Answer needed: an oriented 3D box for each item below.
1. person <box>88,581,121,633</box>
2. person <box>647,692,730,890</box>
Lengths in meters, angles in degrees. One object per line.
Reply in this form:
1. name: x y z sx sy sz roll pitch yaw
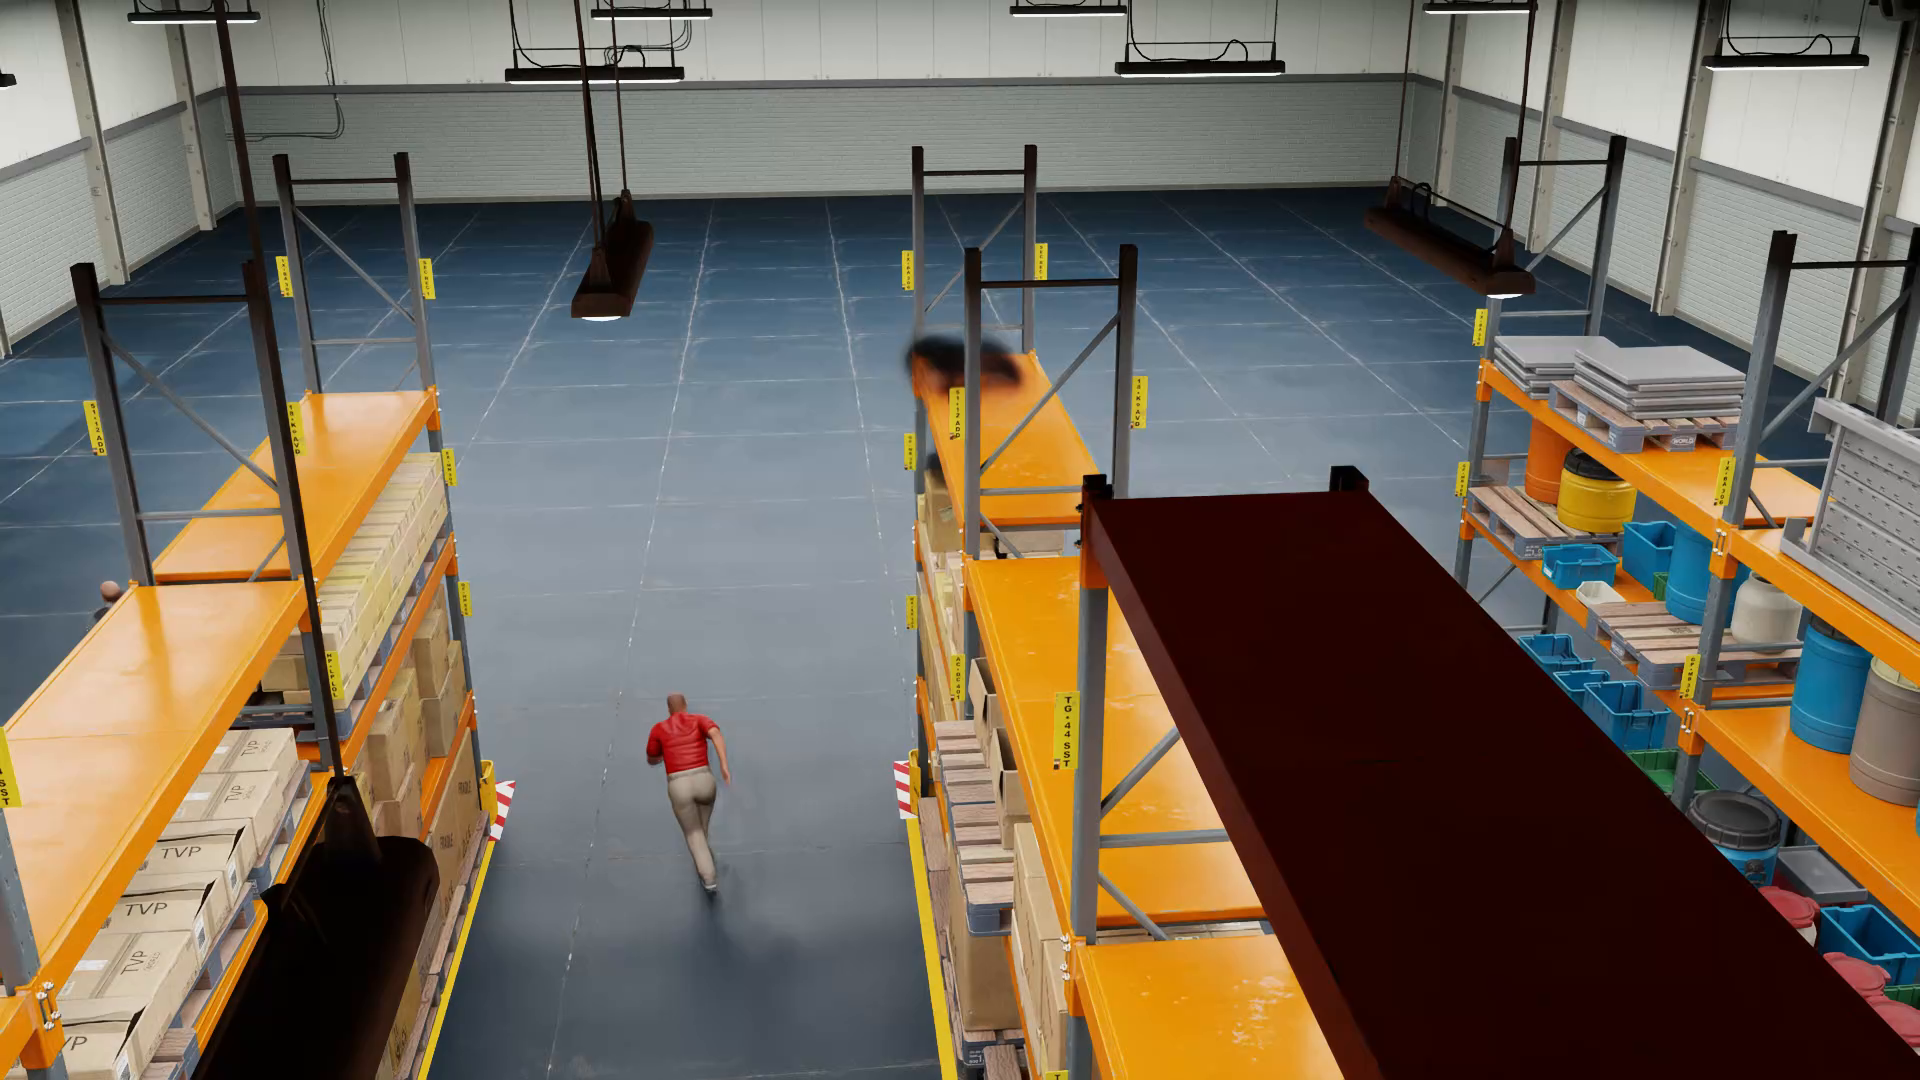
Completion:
1. person: -8.139 1.238 16.294 0.715 1.667 0.856 -10 24 -24
2. person: -2.300 2.167 14.200 0.656 1.534 1.175 -6 22 -15
